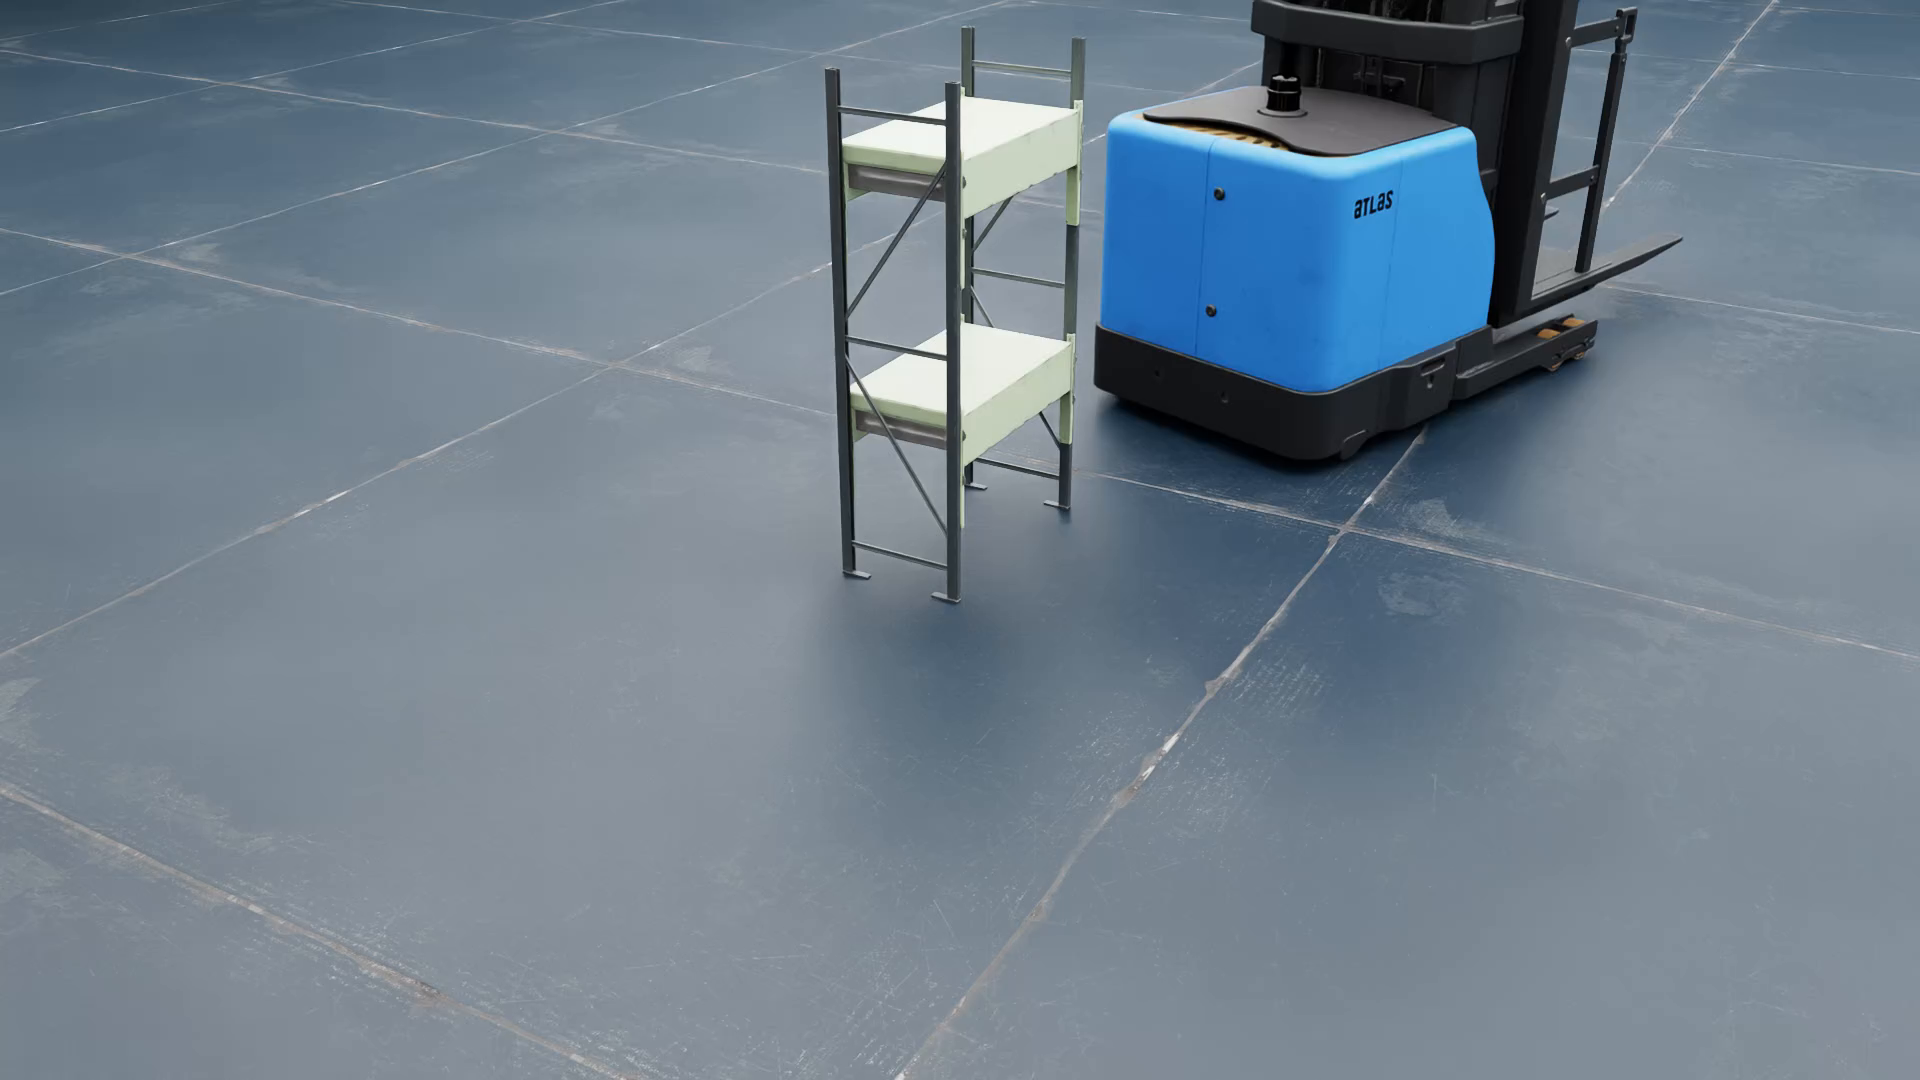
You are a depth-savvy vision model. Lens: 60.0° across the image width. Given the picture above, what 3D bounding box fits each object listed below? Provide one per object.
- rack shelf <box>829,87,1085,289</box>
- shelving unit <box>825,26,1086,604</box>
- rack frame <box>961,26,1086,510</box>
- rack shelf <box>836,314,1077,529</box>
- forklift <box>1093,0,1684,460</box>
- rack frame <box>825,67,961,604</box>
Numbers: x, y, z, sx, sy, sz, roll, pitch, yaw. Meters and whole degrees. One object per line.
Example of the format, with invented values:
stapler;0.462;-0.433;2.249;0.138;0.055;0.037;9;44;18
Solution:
rack shelf;0.003;-1.022;4.745;0.431;0.370;0.720;14;30;26
shelving unit;0.003;-0.673;4.919;0.431;1.500;0.755;14;30;26
rack frame;0.183;-0.816;5.204;0.400;1.500;0.023;14;30;26
rack shelf;0.003;-0.382;5.065;0.431;0.370;0.720;14;30;26
forklift;1.925;-2.130;6.230;3.031;2.935;1.130;-23;34;-38
rack frame;-0.177;-0.531;4.635;0.400;1.500;0.023;14;30;26
